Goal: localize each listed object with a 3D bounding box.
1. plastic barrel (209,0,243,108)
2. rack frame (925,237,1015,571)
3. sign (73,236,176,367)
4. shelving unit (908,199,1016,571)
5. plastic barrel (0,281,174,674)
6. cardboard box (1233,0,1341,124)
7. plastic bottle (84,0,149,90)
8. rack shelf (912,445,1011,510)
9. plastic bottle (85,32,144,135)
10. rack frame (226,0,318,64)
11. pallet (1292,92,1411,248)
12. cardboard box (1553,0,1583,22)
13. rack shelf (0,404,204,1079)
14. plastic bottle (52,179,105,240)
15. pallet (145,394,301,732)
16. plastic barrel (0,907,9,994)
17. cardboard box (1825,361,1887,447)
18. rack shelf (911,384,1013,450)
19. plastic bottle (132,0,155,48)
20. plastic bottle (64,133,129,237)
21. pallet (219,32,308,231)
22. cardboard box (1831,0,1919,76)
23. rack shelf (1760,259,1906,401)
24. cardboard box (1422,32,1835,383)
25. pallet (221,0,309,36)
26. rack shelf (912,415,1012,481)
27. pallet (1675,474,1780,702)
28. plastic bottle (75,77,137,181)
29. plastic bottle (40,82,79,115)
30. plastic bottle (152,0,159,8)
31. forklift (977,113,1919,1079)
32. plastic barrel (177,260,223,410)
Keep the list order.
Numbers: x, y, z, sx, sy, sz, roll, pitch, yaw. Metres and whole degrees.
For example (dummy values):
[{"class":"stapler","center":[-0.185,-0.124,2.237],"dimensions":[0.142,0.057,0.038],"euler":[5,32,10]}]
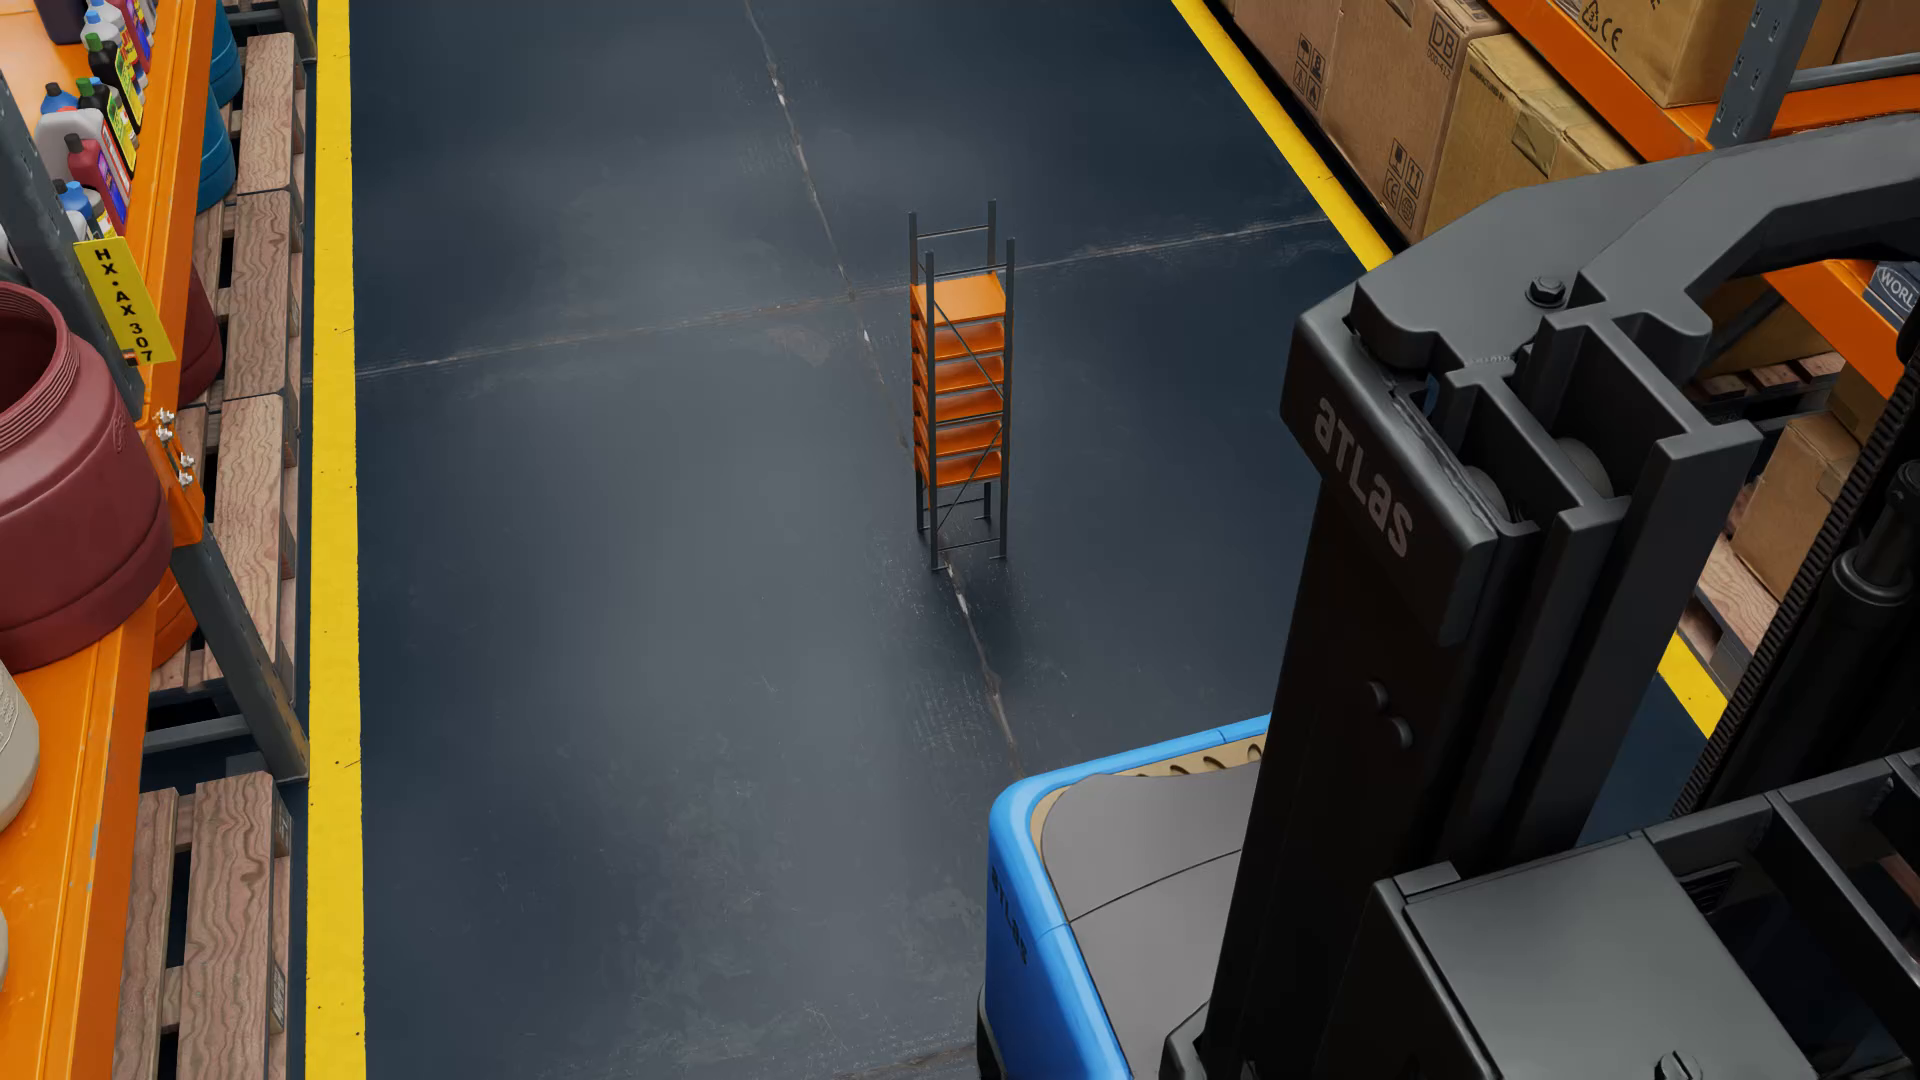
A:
[{"class":"plastic barrel","center":[-3.199,-2.134,6.416],"dimensions":[0.600,0.901,0.708],"euler":[-11,47,-10]},{"class":"rack frame","center":[0.027,-0.347,4.750],"dimensions":[0.240,1.200,0.006],"euler":[-11,47,-10]},{"class":"sign","center":[-1.768,-0.501,3.527],"dimensions":[0.100,0.325,0.005],"euler":[-11,47,-10]},{"class":"shelving unit","center":[0.004,-0.410,4.812],"dimensions":[0.258,1.200,0.189],"euler":[-11,47,-10]},{"class":"plastic barrel","center":[-1.886,-0.121,3.173],"dimensions":[0.600,0.536,0.708],"euler":[-11,47,-10]},{"class":"cardboard box","center":[1.879,-2.354,6.650],"dimensions":[1.225,0.875,0.875],"euler":[-12,47,-12]},{"class":"plastic bottle","center":[-2.336,-1.374,4.587],"dimensions":[0.097,0.271,0.097],"euler":[0,46,0]},{"class":"rack shelf","center":[0.004,-0.211,5.015],"dimensions":[0.258,0.103,0.180],"euler":[-11,47,-10]},{"class":"plastic bottle","center":[-2.264,-1.235,4.442],"dimensions":[0.061,0.283,0.133],"euler":[-11,47,-10]},{"class":"rack frame","center":[-3.322,-3.100,6.188],"dimensions":[1.000,3.000,0.127],"euler":[-11,47,-10]},{"class":"pallet","center":[2.052,-1.667,6.736],"dimensions":[1.003,0.211,1.213],"euler":[-11,47,-10]},{"class":"cardboard box","center":[2.002,-1.920,4.961],"dimensions":[0.500,0.500,0.500],"euler":[-11,47,-11]},{"class":"rack shelf","center":[-1.786,1.294,2.385],"dimensions":[1.077,0.370,4.000],"euler":[-11,47,-10]},{"class":"plastic bottle","center":[-2.100,-0.736,3.962],"dimensions":[0.097,0.271,0.097],"euler":[0,46,0]},{"class":"pallet","center":[-2.540,0.101,5.003],"dimensions":[1.003,0.211,1.213],"euler":[-11,47,-10]},{"class":"plastic barrel","center":[-1.720,0.584,2.499],"dimensions":[0.421,0.512,0.421],"euler":[0,46,0]},{"class":"cardboard box","center":[2.690,-0.329,4.389],"dimensions":[0.500,0.250,0.500],"euler":[-9,46,-9]},{"class":"rack shelf","center":[0.004,-0.379,4.843],"dimensions":[0.258,0.103,0.180],"euler":[-11,47,-10]},{"class":"plastic bottle","center":[-2.395,-1.534,4.743],"dimensions":[0.097,0.271,0.097],"euler":[0,46,0]},{"class":"plastic bottle","center":[-2.136,-0.891,4.104],"dimensions":[0.061,0.283,0.133],"euler":[-11,47,-10]},{"class":"pallet","center":[-3.165,-1.584,6.654],"dimensions":[1.003,0.211,1.213],"euler":[-11,47,-10]},{"class":"cardboard box","center":[2.628,-1.664,4.711],"dimensions":[0.500,0.500,0.500],"euler":[-9,46,-9]},{"class":"rack shelf","center":[3.002,0.389,3.273],"dimensions":[1.077,0.370,4.000],"euler":[-11,47,-10]},{"class":"cardboard box","center":[2.333,-1.128,5.449],"dimensions":[1.225,0.875,0.875],"euler":[-13,47,-12]},{"class":"pallet","center":[-3.548,-2.625,7.674],"dimensions":[1.003,0.211,1.213],"euler":[-11,47,-10]},{"class":"rack shelf","center":[0.004,-0.295,4.929],"dimensions":[0.258,0.103,0.180],"euler":[-11,47,-10]},{"class":"pallet","center":[2.688,0.272,4.836],"dimensions":[1.003,0.211,1.213],"euler":[-11,47,-10]},{"class":"plastic bottle","center":[-2.205,-1.076,4.286],"dimensions":[0.061,0.283,0.133],"euler":[-11,47,-10]},{"class":"plastic bottle","center":[-2.277,-1.045,4.264],"dimensions":[0.097,0.271,0.097],"euler":[0,46,0]},{"class":"plastic bottle","center":[-2.489,-1.748,4.897],"dimensions":[0.144,0.351,0.185],"euler":[-11,47,-10]},{"class":"forklift","center":[0.973,1.112,2.108],"dimensions":[1.130,2.935,3.031],"euler":[-13,47,-12]},{"class":"plastic barrel","center":[-2.729,-0.756,5.285],"dimensions":[0.600,0.588,0.708],"euler":[-11,47,-10]}]
